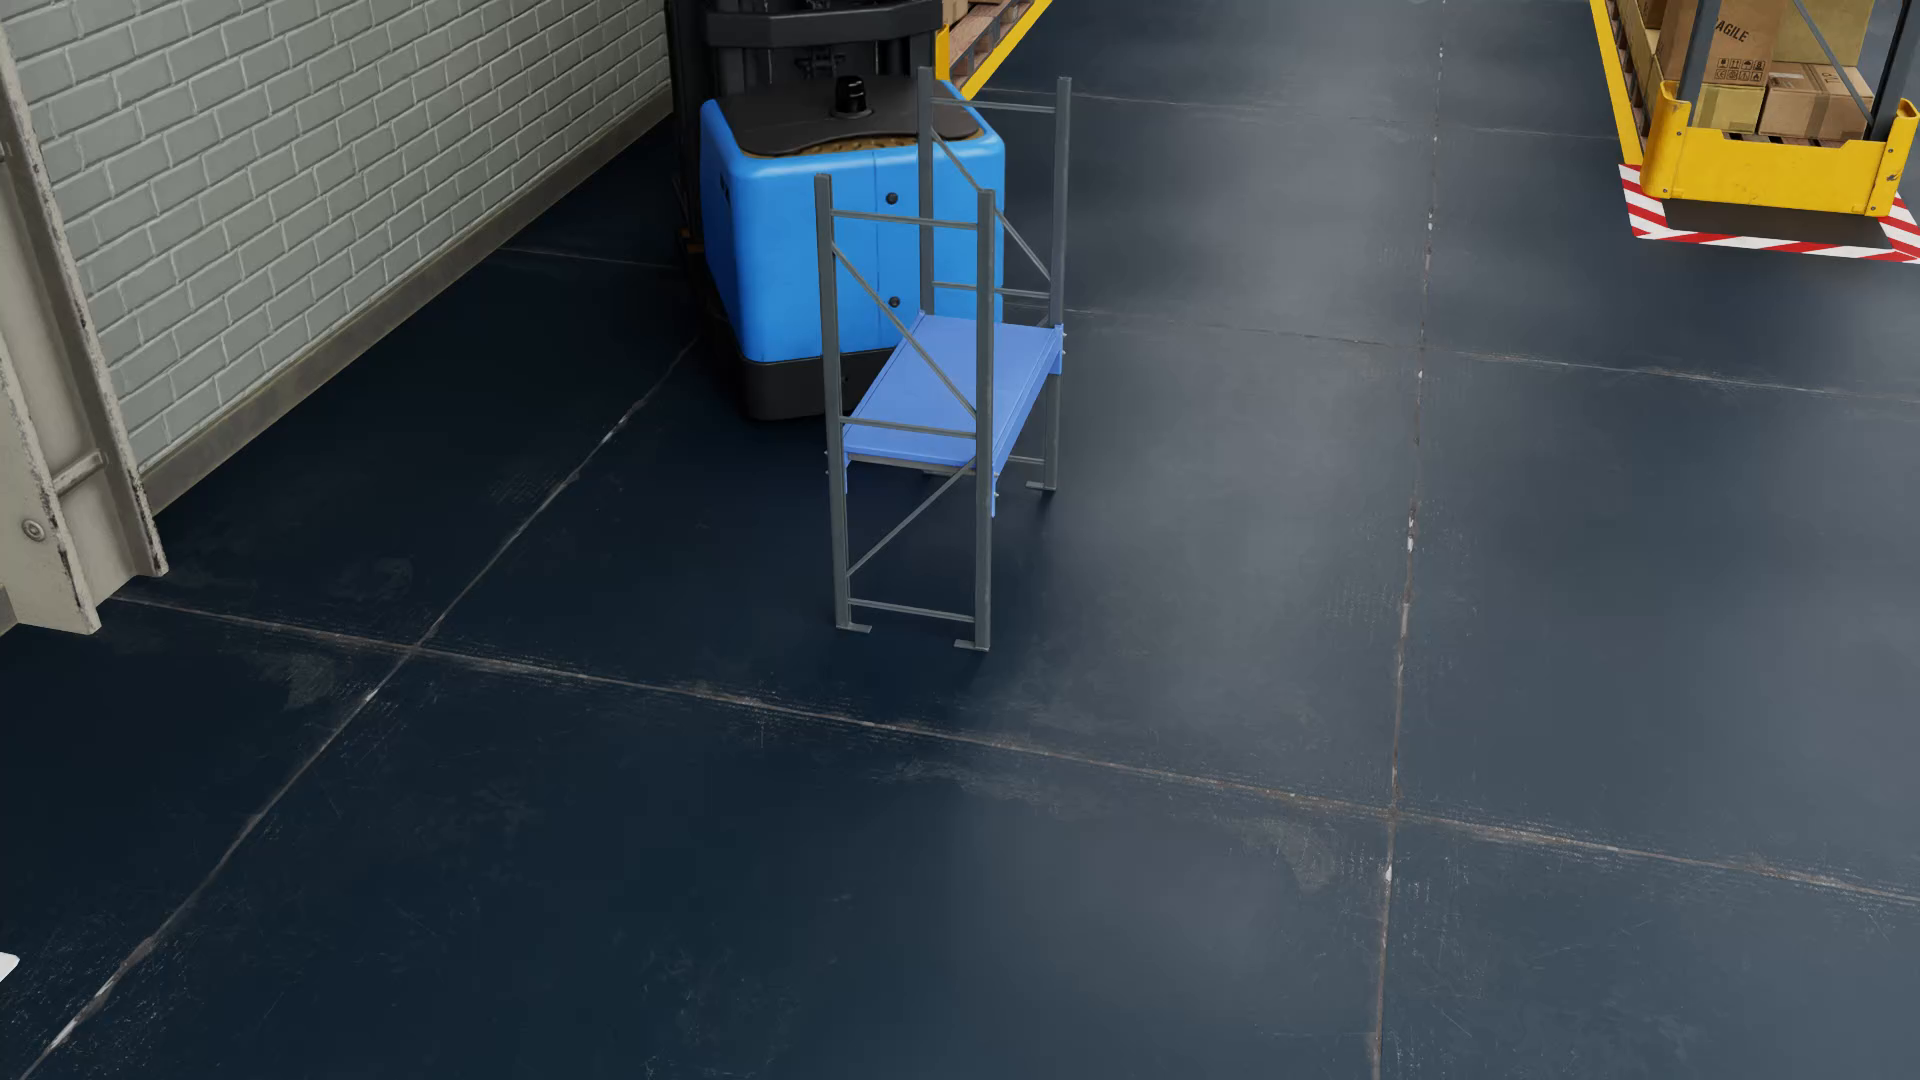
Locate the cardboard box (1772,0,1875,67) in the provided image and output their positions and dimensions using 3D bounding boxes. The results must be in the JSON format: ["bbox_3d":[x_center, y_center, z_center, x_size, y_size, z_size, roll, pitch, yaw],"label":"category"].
[{"bbox_3d":[4.593,-2.890,8.972,0.500,0.500,0.500,8,33,12],"label":"cardboard box"}]

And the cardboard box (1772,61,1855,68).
[{"bbox_3d":[4.592,-2.573,9.173,0.500,0.250,0.500,8,33,12],"label":"cardboard box"}]

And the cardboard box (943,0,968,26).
[{"bbox_3d":[-0.268,-3.415,10.421,0.500,0.311,0.500,11,34,16],"label":"cardboard box"}]

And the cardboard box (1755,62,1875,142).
[{"bbox_3d":[4.468,-2.313,8.764,0.500,0.250,0.500,8,33,12],"label":"cardboard box"}]

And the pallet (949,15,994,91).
[{"bbox_3d":[-0.416,-3.000,10.273,1.003,0.211,1.213,8,33,12],"label":"pallet"}]

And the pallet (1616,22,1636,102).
[{"bbox_3d":[4.582,-2.905,10.123,1.003,0.211,1.213,8,33,12],"label":"pallet"}]

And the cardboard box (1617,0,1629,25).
[{"bbox_3d":[4.458,-3.424,10.512,0.500,0.250,0.500,8,33,12],"label":"cardboard box"}]

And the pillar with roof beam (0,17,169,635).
[{"bbox_3d":[1.307,-3.034,2.135,9.100,9.000,0.400,8,33,12],"label":"pillar with roof beam"}]

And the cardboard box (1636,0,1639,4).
[{"bbox_3d":[4.333,-3.481,9.902,0.500,0.500,0.500,8,33,12],"label":"cardboard box"}]

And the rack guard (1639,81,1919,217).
[{"bbox_3d":[4.111,-1.981,8.400,1.175,0.500,0.348,8,33,12],"label":"rack guard"}]

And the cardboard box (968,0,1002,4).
[{"bbox_3d":[-0.033,-3.868,10.959,0.700,0.500,0.500,6,33,9],"label":"cardboard box"}]

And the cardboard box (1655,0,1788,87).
[{"bbox_3d":[3.965,-2.701,8.675,0.500,0.500,0.500,8,33,12],"label":"cardboard box"}]

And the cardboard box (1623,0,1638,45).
[{"bbox_3d":[4.337,-3.164,10.102,0.500,0.250,0.500,8,33,12],"label":"cardboard box"}]

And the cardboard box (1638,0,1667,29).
[{"bbox_3d":[4.205,-3.222,9.494,0.500,0.500,0.500,8,33,12],"label":"cardboard box"}]

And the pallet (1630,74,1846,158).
[{"bbox_3d":[4.271,-2.274,9.131,1.003,0.211,1.213,8,33,12],"label":"pallet"}]

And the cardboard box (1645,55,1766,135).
[{"bbox_3d":[3.967,-2.384,8.875,0.500,0.250,0.500,8,33,12],"label":"cardboard box"}]

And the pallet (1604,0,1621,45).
[{"bbox_3d":[4.890,-3.541,11.122,1.003,0.211,1.213,8,33,12],"label":"pallet"}]

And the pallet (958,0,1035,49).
[{"bbox_3d":[-0.104,-3.632,11.266,1.003,0.211,1.213,8,33,12],"label":"pallet"}]

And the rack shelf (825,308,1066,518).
[{"bbox_3d":[-0.022,-0.437,5.374,0.538,0.185,1.000,8,33,12],"label":"rack shelf"}]

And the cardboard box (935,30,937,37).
[{"bbox_3d":[-0.413,-3.119,9.956,0.500,0.311,0.500,4,33,7],"label":"cardboard box"}]

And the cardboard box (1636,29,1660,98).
[{"bbox_3d":[4.083,-2.645,9.286,0.500,0.250,0.500,8,33,12],"label":"cardboard box"}]

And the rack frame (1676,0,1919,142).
[{"bbox_3d":[4.117,-3.048,7.749,1.000,3.000,0.127,8,33,12],"label":"rack frame"}]

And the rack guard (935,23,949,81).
[{"bbox_3d":[-0.656,-2.706,9.540,1.175,0.500,0.348,8,33,12],"label":"rack guard"}]

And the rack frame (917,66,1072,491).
[{"bbox_3d":[0.107,-0.852,5.693,0.500,1.500,0.032,8,33,12],"label":"rack frame"}]

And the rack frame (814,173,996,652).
[{"bbox_3d":[-0.151,-0.325,4.863,0.500,1.500,0.032,8,33,12],"label":"rack frame"}]

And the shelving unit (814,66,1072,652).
[{"bbox_3d":[-0.022,-0.589,5.278,0.538,1.500,1.048,8,33,12],"label":"shelving unit"}]

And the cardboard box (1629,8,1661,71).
[{"bbox_3d":[4.208,-2.905,9.695,0.500,0.250,0.500,8,33,12],"label":"cardboard box"}]

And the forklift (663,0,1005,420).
[{"bbox_3d":[-0.707,-2.475,6.911,1.130,2.935,3.031,-9,33,-13],"label":"forklift"}]
